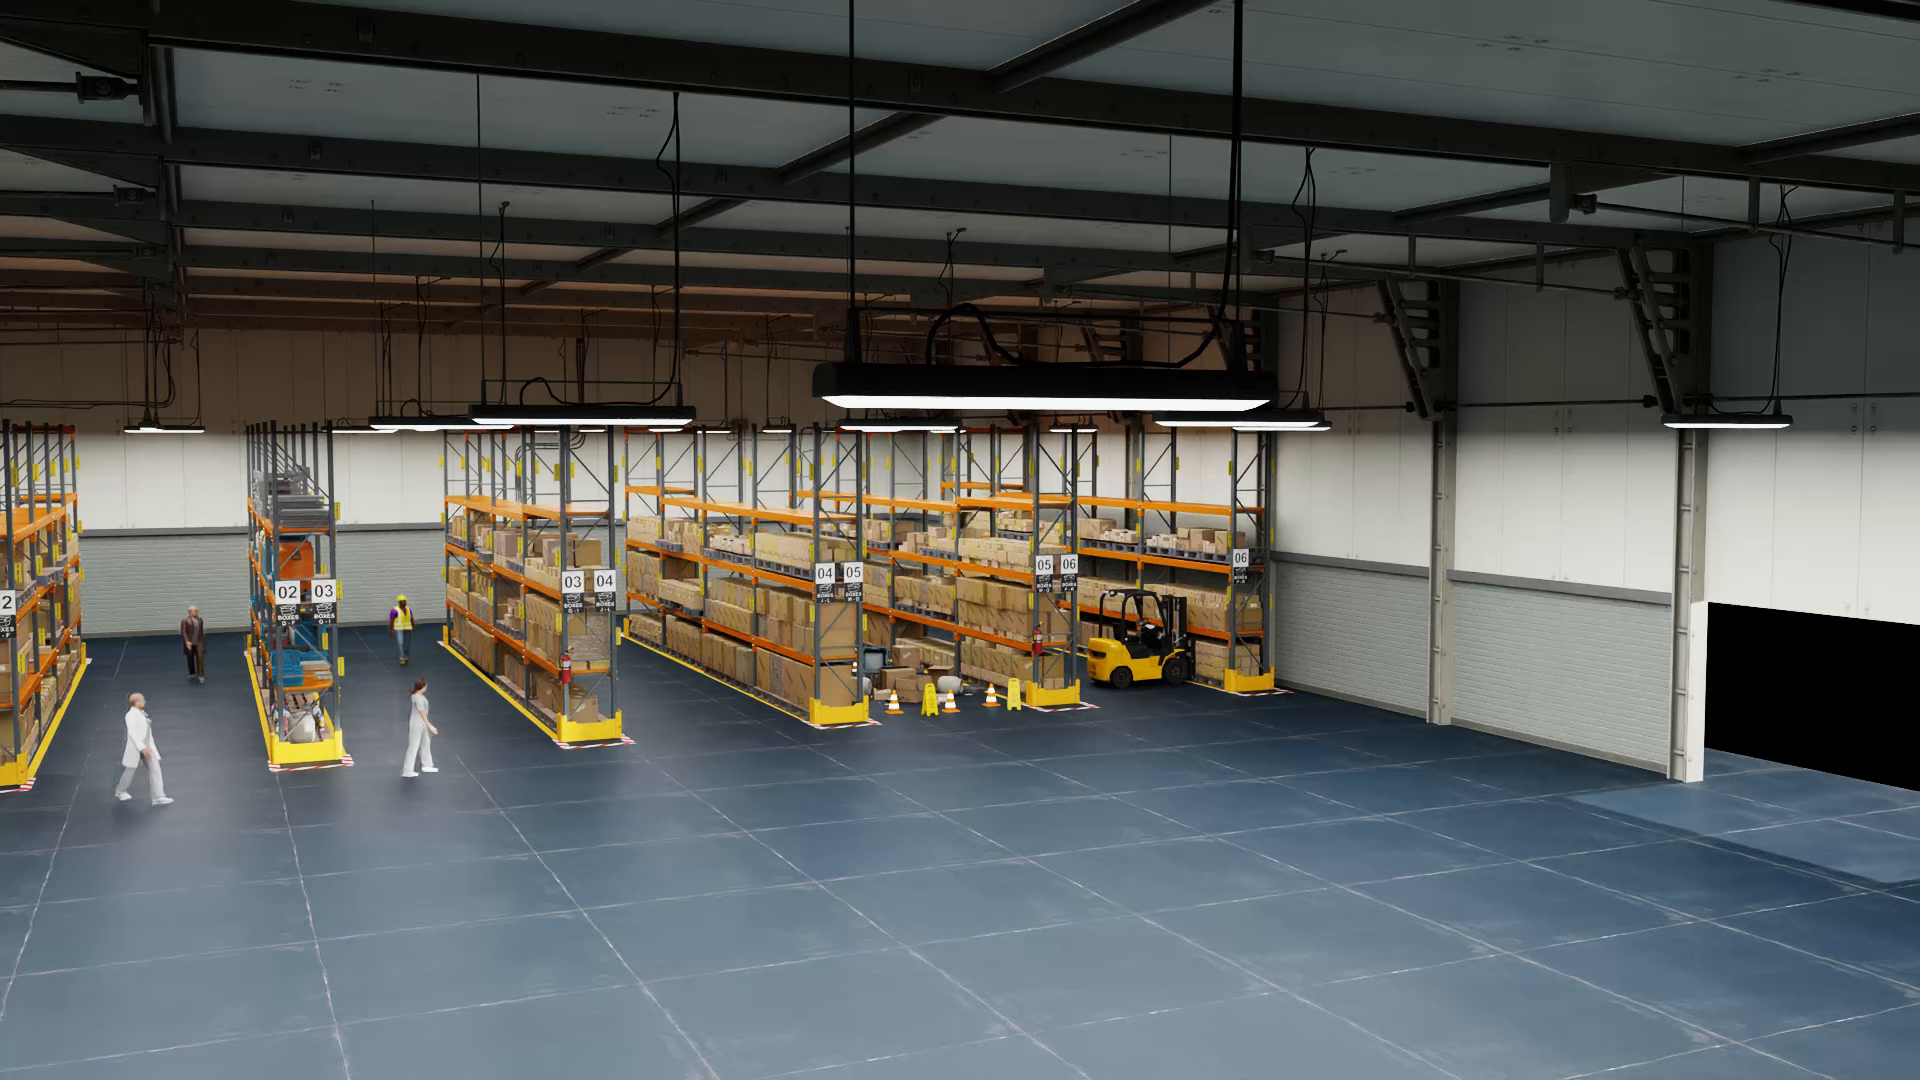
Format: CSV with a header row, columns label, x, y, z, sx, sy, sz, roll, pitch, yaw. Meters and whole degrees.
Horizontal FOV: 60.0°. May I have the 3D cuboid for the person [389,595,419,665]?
label,x,y,z,sx,sy,sz,roll,pitch,yaw
person,-13.967,2.252,41.779,0.702,1.726,1.031,-2,4,-27

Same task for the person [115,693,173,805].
label,x,y,z,sx,sy,sz,roll,pitch,yaw
person,-12.709,3.242,25.799,1.127,1.731,0.521,2,4,33

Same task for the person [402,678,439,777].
label,x,y,z,sx,sy,sz,roll,pitch,yaw
person,-9.130,3.156,28.101,0.579,1.680,0.596,-1,4,-15

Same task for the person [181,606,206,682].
label,x,y,z,sx,sy,sz,roll,pitch,yaw
person,-17.865,2.412,38.758,0.529,1.728,1.047,-2,4,-26
